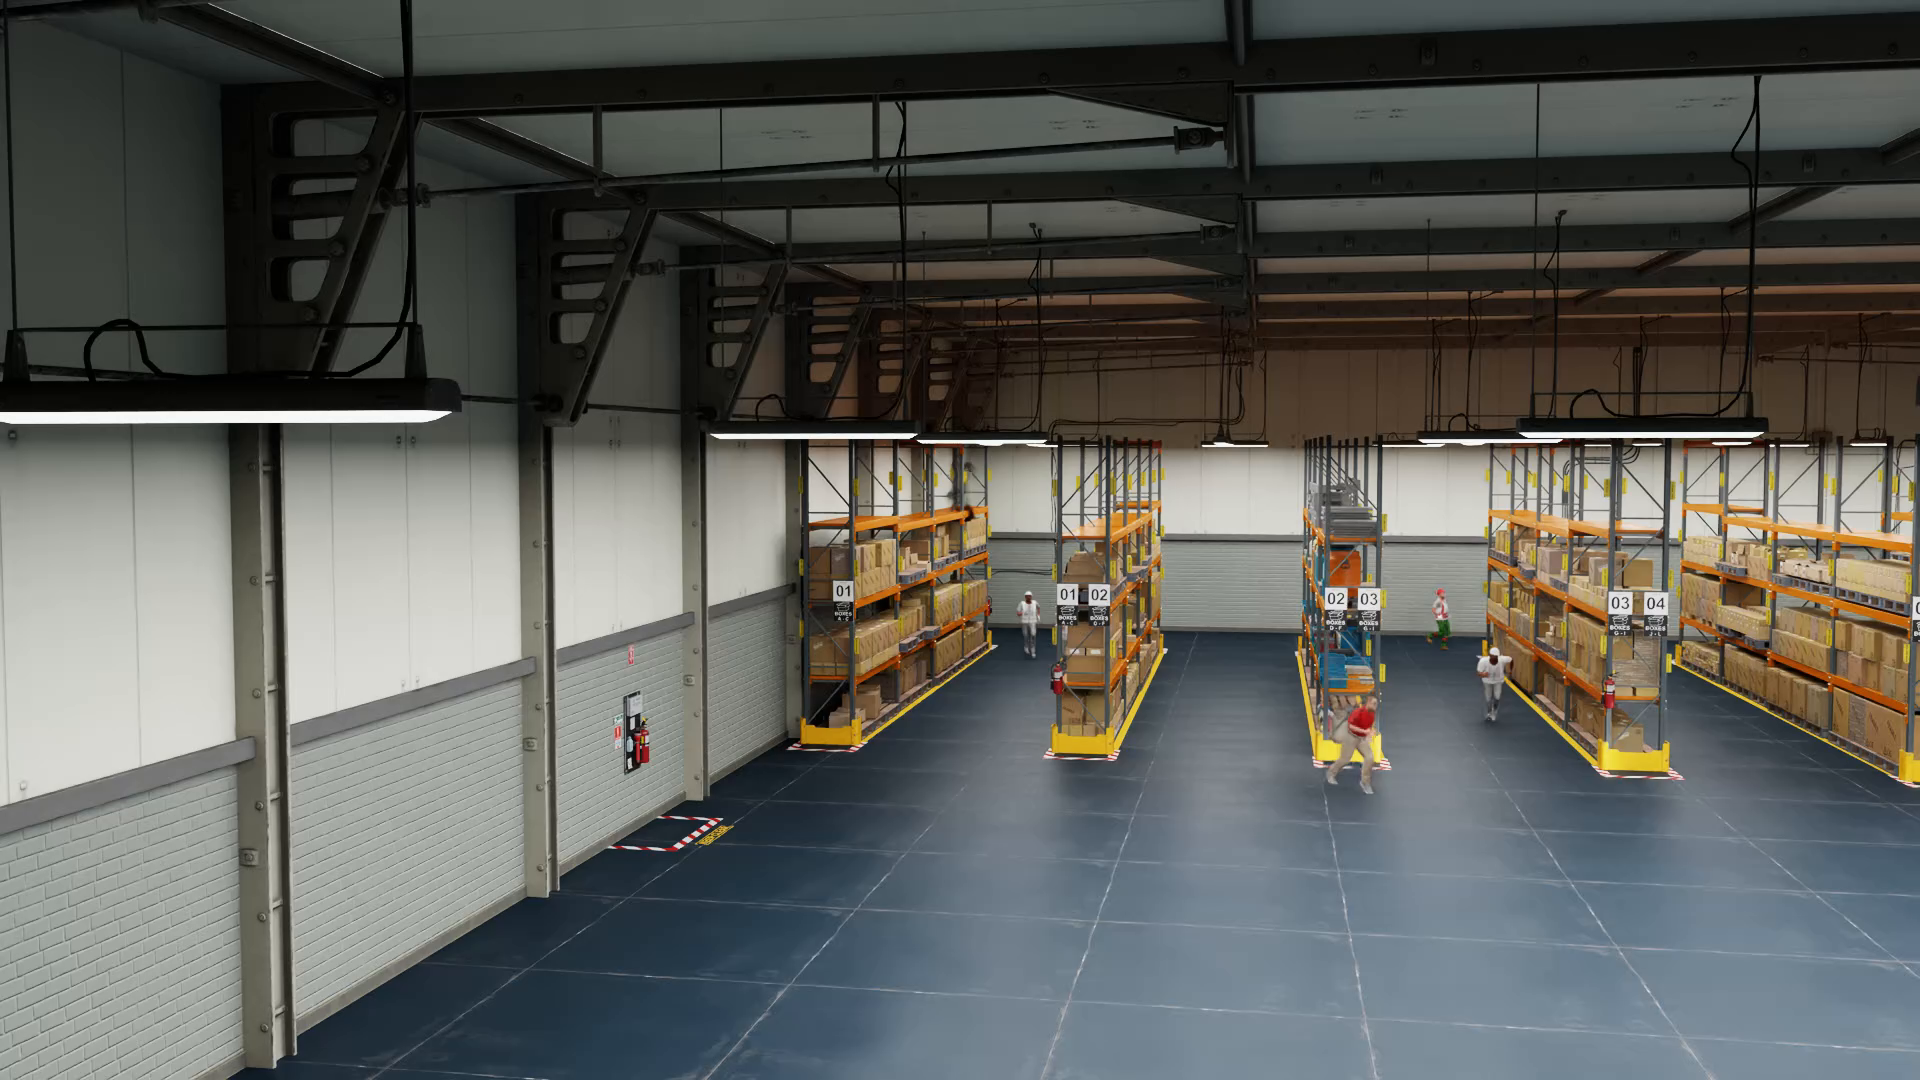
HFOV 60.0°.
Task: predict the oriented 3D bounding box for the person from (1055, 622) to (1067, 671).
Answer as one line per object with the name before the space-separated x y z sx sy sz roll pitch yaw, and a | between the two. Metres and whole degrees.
person | 2.733 2.532 42.317 0.655 1.804 0.917 0 3 1

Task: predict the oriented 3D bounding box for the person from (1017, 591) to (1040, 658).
person | 1.899 2.329 46.113 0.670 1.831 0.807 0 3 0

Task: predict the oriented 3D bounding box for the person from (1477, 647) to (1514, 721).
person | 11.252 3.024 34.975 0.740 1.600 0.933 1 3 15

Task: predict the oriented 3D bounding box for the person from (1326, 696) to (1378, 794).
person | 6.619 3.425 28.018 0.708 1.697 1.012 -3 4 -41

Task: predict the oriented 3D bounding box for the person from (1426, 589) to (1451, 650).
person | 13.790 2.280 47.765 0.718 1.749 0.671 3 4 42
